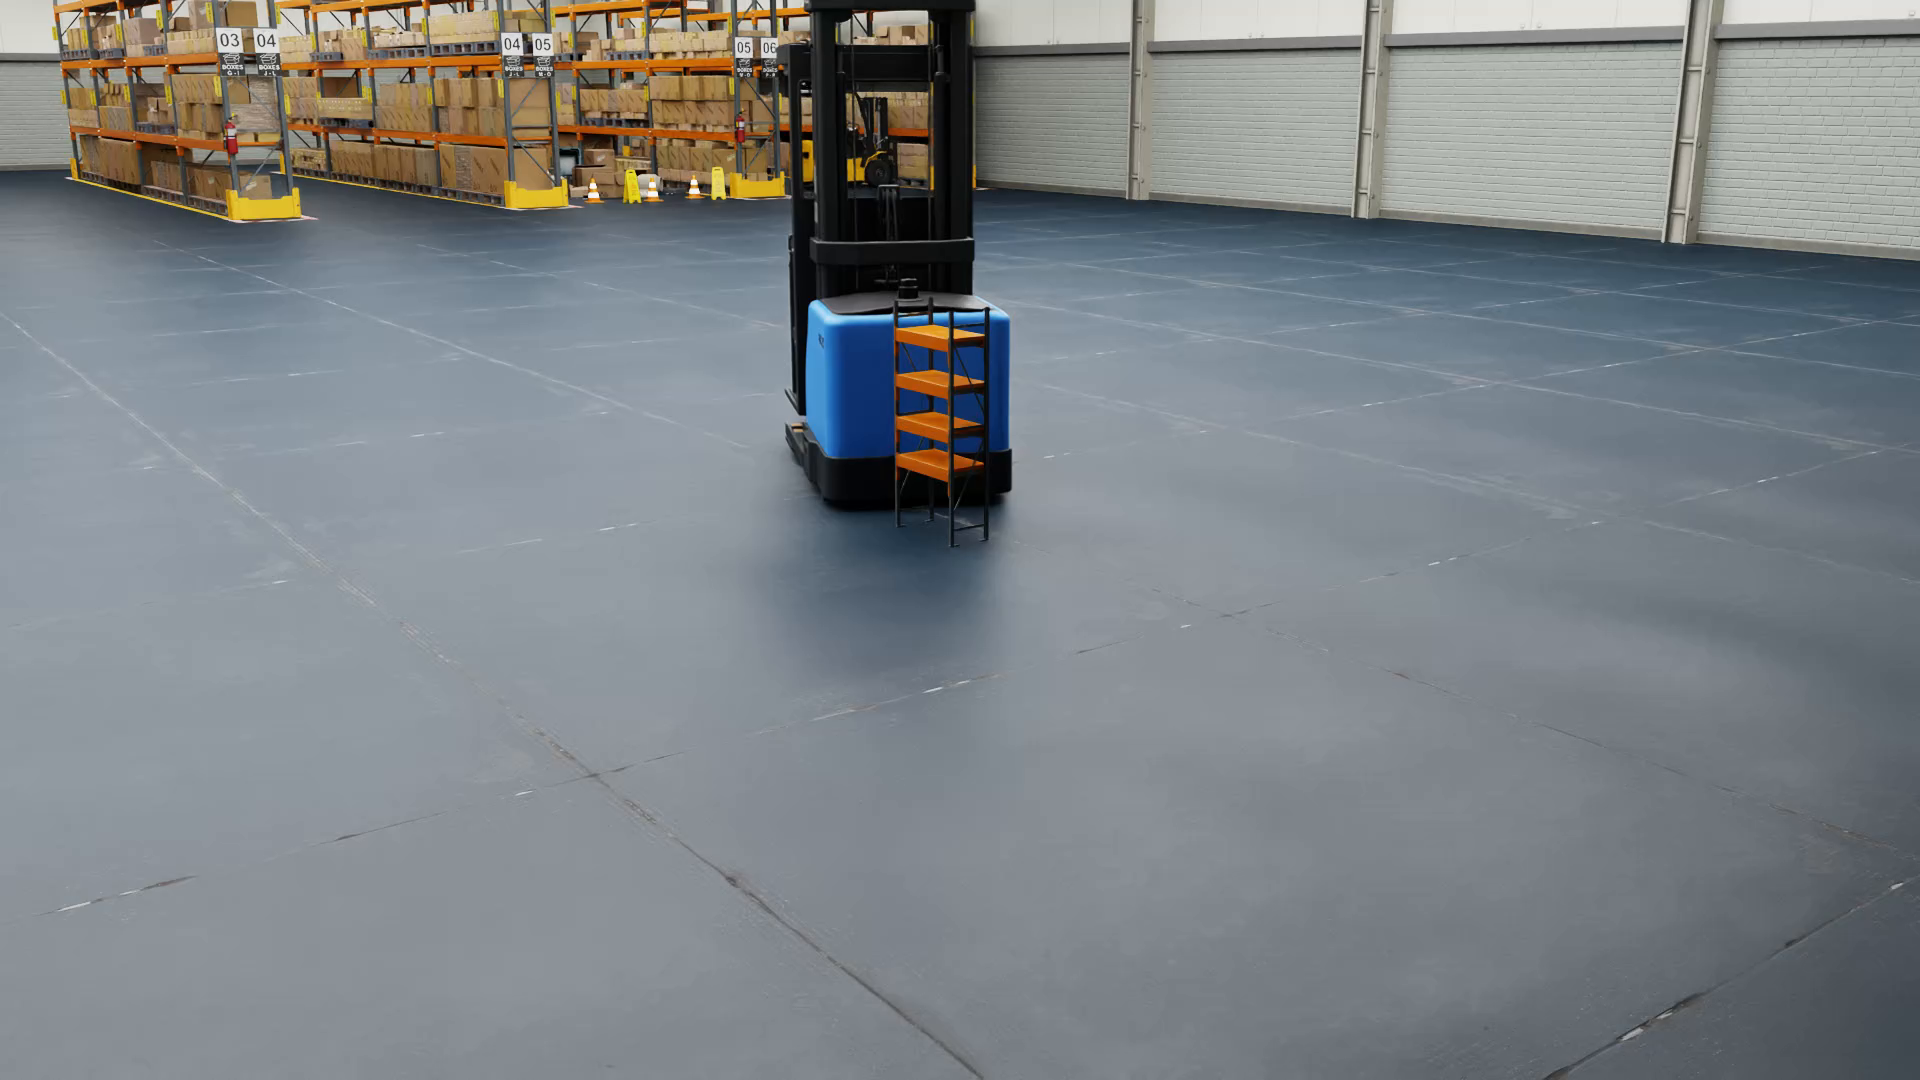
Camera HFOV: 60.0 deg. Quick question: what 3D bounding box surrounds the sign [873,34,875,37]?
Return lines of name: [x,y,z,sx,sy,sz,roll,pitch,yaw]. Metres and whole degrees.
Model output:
sign: [-2.102,-12.107,40.319,0.100,0.325,0.005,-11,19,-35]

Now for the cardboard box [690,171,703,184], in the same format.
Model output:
cardboard box: [-5.514,-7.891,36.139,0.500,0.250,0.500,-12,19,-37]

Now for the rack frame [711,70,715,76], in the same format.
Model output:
rack frame: [-7.253,-11.995,46.720,1.000,3.000,0.127,-11,19,-35]

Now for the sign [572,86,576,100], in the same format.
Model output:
sign: [-9.361,-10.841,40.311,0.100,0.325,0.005,-11,19,-35]

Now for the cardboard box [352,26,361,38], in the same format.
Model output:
cardboard box: [-13.621,-11.597,37.944,0.396,0.266,0.258,-11,19,-35]

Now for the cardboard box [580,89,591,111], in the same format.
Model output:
cardboard box: [-8.837,-10.632,40.191,0.500,0.500,0.500,-12,19,-36]

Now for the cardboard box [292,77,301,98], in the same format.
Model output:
cardboard box: [-16.621,-11.495,42.247,0.500,0.500,0.500,-12,19,-36]

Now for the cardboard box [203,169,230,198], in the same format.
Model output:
cardboard box: [-14.033,-6.761,31.537,0.500,0.500,0.500,-5,16,-17]

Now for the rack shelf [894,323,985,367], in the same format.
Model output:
rack shelf: [-0.097,-0.993,8.443,0.258,0.148,0.480,-11,19,-35]

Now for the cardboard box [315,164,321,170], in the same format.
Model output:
cardboard box: [-16.010,-9.407,41.869,0.380,0.149,0.250,-12,19,-36]

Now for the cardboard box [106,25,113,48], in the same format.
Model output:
cardboard box: [-18.149,-10.963,36.277,0.797,0.503,0.637,-11,19,-35]

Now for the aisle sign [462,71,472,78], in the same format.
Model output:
aisle sign: [-13.895,-13.302,46.571,0.394,0.787,0.004,-11,19,-35]

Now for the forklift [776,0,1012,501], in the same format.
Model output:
forklift: [-0.514,-1.969,10.217,1.130,2.935,3.031,-3,16,-11]

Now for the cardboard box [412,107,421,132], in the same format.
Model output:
cardboard box: [-11.327,-8.952,35.411,0.500,0.500,0.500,-11,19,-35]

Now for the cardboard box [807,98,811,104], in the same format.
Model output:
cardboard box: [-3.563,-10.900,41.302,0.380,0.149,0.250,-11,19,-36]

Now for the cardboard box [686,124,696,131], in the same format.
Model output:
cardboard box: [-5.721,-8.953,36.082,0.380,0.149,0.250,-11,19,-35]

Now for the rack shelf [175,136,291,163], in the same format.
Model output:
rack shelf: [-13.402,-7.203,30.575,1.077,0.370,4.000,-11,19,-35]

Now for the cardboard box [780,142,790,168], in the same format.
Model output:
cardboard box: [-4.155,-9.924,42.857,0.875,0.625,0.625,-10,18,-33]

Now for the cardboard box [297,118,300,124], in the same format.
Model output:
cardboard box: [-16.814,-10.780,42.757,0.380,0.149,0.250,-11,19,-36]

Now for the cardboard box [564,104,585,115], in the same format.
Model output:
cardboard box: [-9.405,-10.602,40.968,0.500,0.250,0.500,-11,19,-35]

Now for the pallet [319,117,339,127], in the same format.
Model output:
pallet: [-14.879,-10.155,40.362,1.003,0.211,1.213,-11,19,-35]

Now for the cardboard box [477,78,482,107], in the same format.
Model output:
cardboard box: [-8.959,-8.794,32.693,0.875,0.550,0.550,-11,19,-35]

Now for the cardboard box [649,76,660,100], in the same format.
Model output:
cardboard box: [-6.479,-10.062,37.009,0.700,0.500,0.500,-11,19,-35]

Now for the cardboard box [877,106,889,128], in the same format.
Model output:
cardboard box: [-1.603,-9.872,38.775,0.500,0.500,0.500,-11,19,-34]

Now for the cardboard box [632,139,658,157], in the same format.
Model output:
cardboard box: [-9.322,-11.702,49.583,0.797,0.503,0.637,-12,19,-37]

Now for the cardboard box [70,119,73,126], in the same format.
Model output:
cardboard box: [-21.692,-10.291,40.971,0.380,0.149,0.250,-11,19,-34]

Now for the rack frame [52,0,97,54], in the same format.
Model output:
rack frame: [-21.634,-13.433,40.610,1.000,3.000,0.127,-11,19,-35]

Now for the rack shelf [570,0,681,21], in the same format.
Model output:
rack shelf: [-7.738,-12.296,38.576,1.077,0.370,4.000,-11,19,-35]

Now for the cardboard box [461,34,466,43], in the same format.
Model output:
cardboard box: [-9.521,-9.792,32.479,0.380,0.149,0.250,-11,19,-34]

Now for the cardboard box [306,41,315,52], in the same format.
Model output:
cardboard box: [-15.688,-12.108,40.789,0.500,0.250,0.500,-12,19,-37]

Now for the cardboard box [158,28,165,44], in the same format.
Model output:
cardboard box: [-15.329,-9.993,32.732,0.797,0.503,0.637,-10,18,-32]

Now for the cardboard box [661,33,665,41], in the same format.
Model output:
cardboard box: [-6.317,-10.999,36.364,0.380,0.149,0.250,-12,19,-36]

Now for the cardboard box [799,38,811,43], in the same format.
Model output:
cardboard box: [-3.624,-12.222,41.051,0.500,0.311,0.500,-12,19,-36]

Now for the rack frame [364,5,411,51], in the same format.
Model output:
rack frame: [-12.859,-12.473,37.103,1.000,3.000,0.127,-11,19,-35]

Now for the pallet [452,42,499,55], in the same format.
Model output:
pallet: [-9.321,-9.693,32.794,1.003,0.211,1.213,-11,19,-35]

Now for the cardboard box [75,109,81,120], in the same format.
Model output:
cardboard box: [-20.967,-10.249,40.059,0.500,0.250,0.500,-12,19,-36]

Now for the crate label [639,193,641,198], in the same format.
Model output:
crate label: [-6.717,-7.085,34.205,0.298,0.136,0.250,7,17,23]

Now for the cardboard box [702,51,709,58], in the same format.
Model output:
cardboard box: [-5.228,-10.240,35.101,0.380,0.149,0.250,-11,19,-35]

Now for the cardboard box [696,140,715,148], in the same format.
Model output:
cardboard box: [-5.461,-8.521,35.792,0.380,0.149,0.250,-10,18,-32]

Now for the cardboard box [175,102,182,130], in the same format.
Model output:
cardboard box: [-14.364,-8.063,31.601,0.875,0.500,0.500,-11,19,-35]

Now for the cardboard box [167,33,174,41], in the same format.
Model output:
cardboard box: [-14.637,-9.427,31.183,0.380,0.149,0.250,-12,19,-36]

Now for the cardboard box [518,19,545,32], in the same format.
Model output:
cardboard box: [-8.231,-9.783,31.691,0.500,0.250,0.500,-11,19,-35]

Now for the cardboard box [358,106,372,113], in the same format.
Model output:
cardboard box: [-13.518,-9.839,37.960,0.380,0.149,0.250,-10,18,-33]

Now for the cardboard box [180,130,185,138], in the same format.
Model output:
cardboard box: [-14.559,-7.708,31.532,0.380,0.149,0.250,-11,19,-35]

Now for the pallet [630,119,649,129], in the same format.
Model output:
pallet: [-6.894,-9.609,38.364,1.003,0.211,1.213,-11,19,-35]

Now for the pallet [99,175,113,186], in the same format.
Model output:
pallet: [-19.666,-8.515,39.287,1.003,0.211,1.213,-11,19,-35]

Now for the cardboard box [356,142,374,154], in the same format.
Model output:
cardboard box: [-13.779,-9.150,38.843,0.500,0.250,0.500,-11,19,-34]

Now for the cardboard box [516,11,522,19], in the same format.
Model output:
cardboard box: [-8.240,-10.007,31.754,0.380,0.149,0.250,-11,19,-34]

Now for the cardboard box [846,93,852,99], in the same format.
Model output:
cardboard box: [-2.602,-10.677,39.923,0.380,0.149,0.250,-10,18,-33]

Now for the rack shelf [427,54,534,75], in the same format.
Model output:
rack shelf: [-9.331,-9.398,32.913,1.077,0.370,4.000,-11,19,-35]

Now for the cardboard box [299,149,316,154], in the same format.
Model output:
cardboard box: [-16.857,-10.023,42.993,0.380,0.149,0.250,-10,18,-32]

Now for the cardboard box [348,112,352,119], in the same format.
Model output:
cardboard box: [-13.960,-9.857,38.588,0.380,0.149,0.250,-11,19,-35]

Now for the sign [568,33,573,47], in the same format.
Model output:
sign: [-9.368,-12.019,39.998,0.100,0.325,0.005,-11,19,-35]

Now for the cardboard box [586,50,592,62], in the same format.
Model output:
cardboard box: [-8.716,-11.603,39.861,0.396,0.266,0.258,-11,19,-35]

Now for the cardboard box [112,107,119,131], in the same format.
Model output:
cardboard box: [-18.316,-9.273,36.585,0.500,0.500,0.500,-10,18,-33]

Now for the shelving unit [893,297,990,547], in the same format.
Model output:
shelving unit: [-0.097,-0.614,8.547,0.258,1.200,0.503,-11,19,-35]
